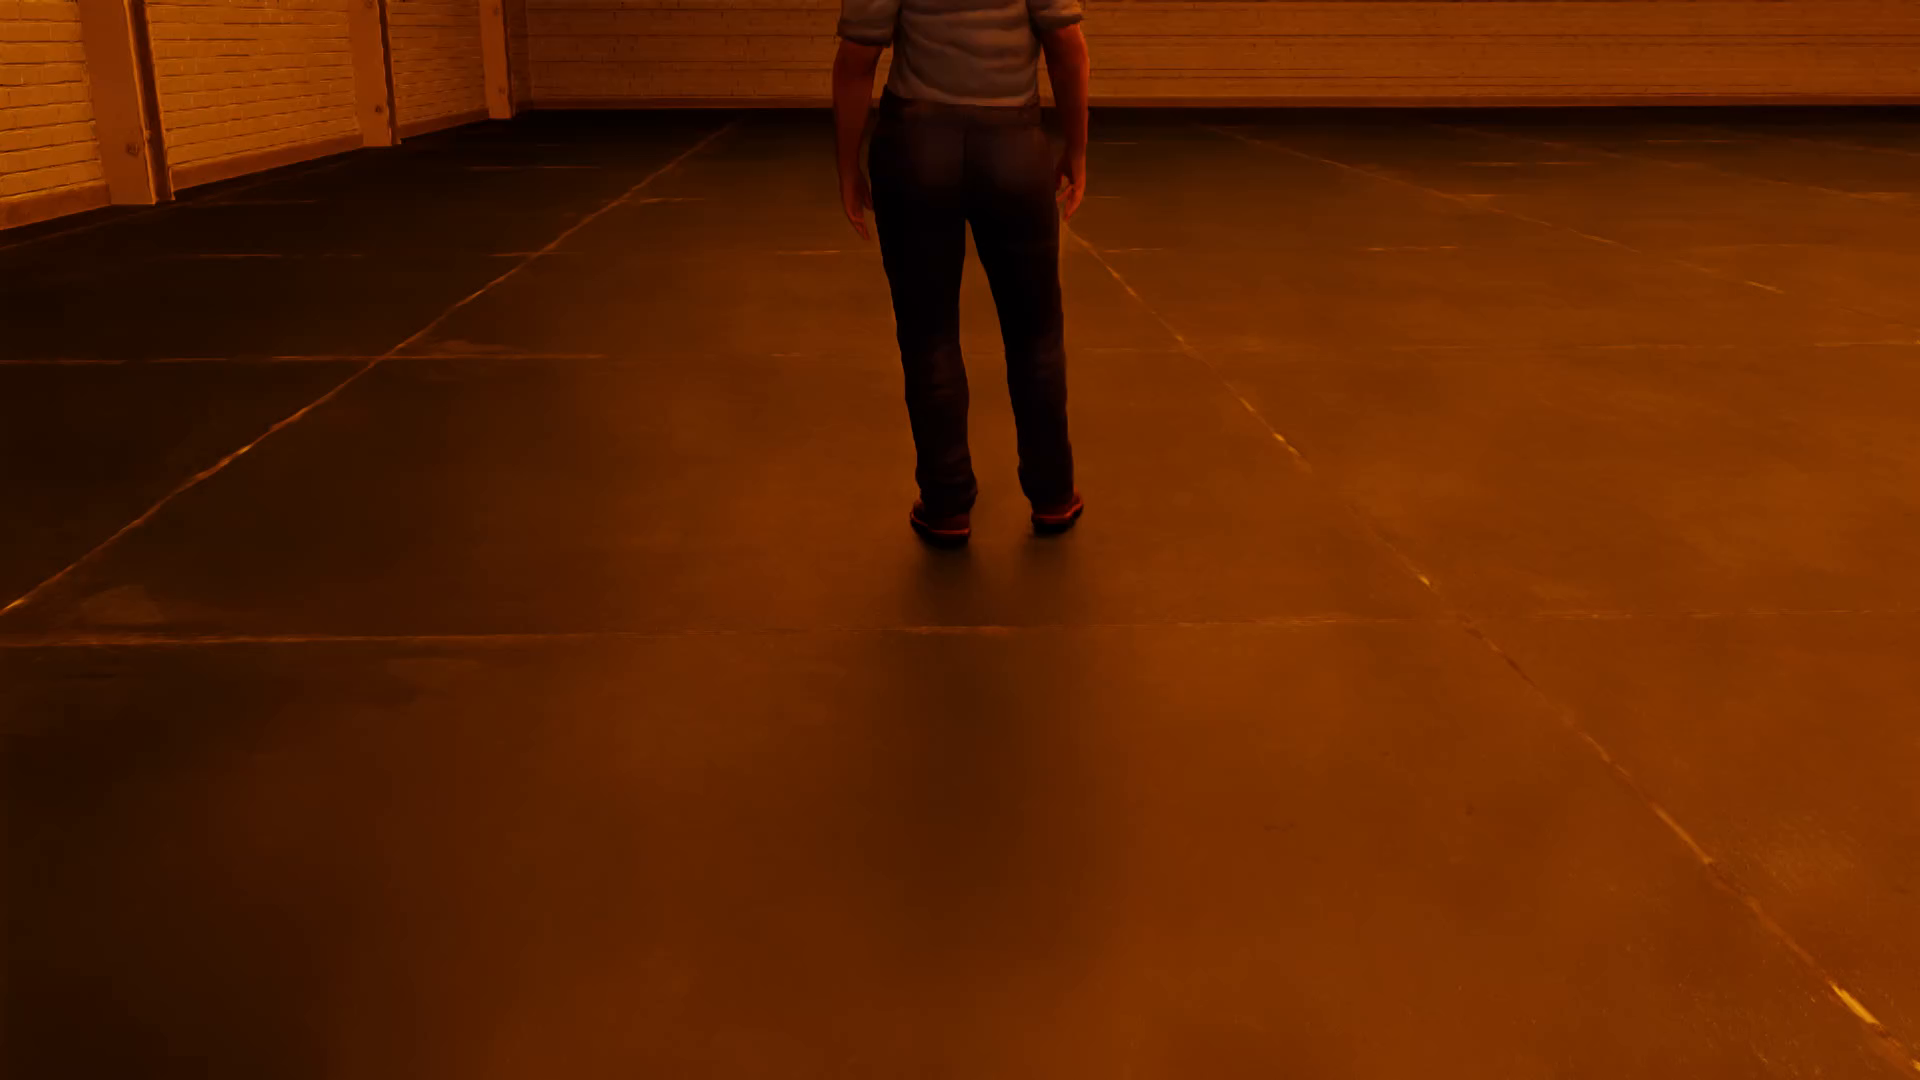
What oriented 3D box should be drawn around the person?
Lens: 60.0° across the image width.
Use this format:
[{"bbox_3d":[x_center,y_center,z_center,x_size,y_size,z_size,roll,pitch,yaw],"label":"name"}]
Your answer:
[{"bbox_3d":[0.018,-0.815,3.764,0.599,1.637,0.501,-1,17,-3],"label":"person"}]
